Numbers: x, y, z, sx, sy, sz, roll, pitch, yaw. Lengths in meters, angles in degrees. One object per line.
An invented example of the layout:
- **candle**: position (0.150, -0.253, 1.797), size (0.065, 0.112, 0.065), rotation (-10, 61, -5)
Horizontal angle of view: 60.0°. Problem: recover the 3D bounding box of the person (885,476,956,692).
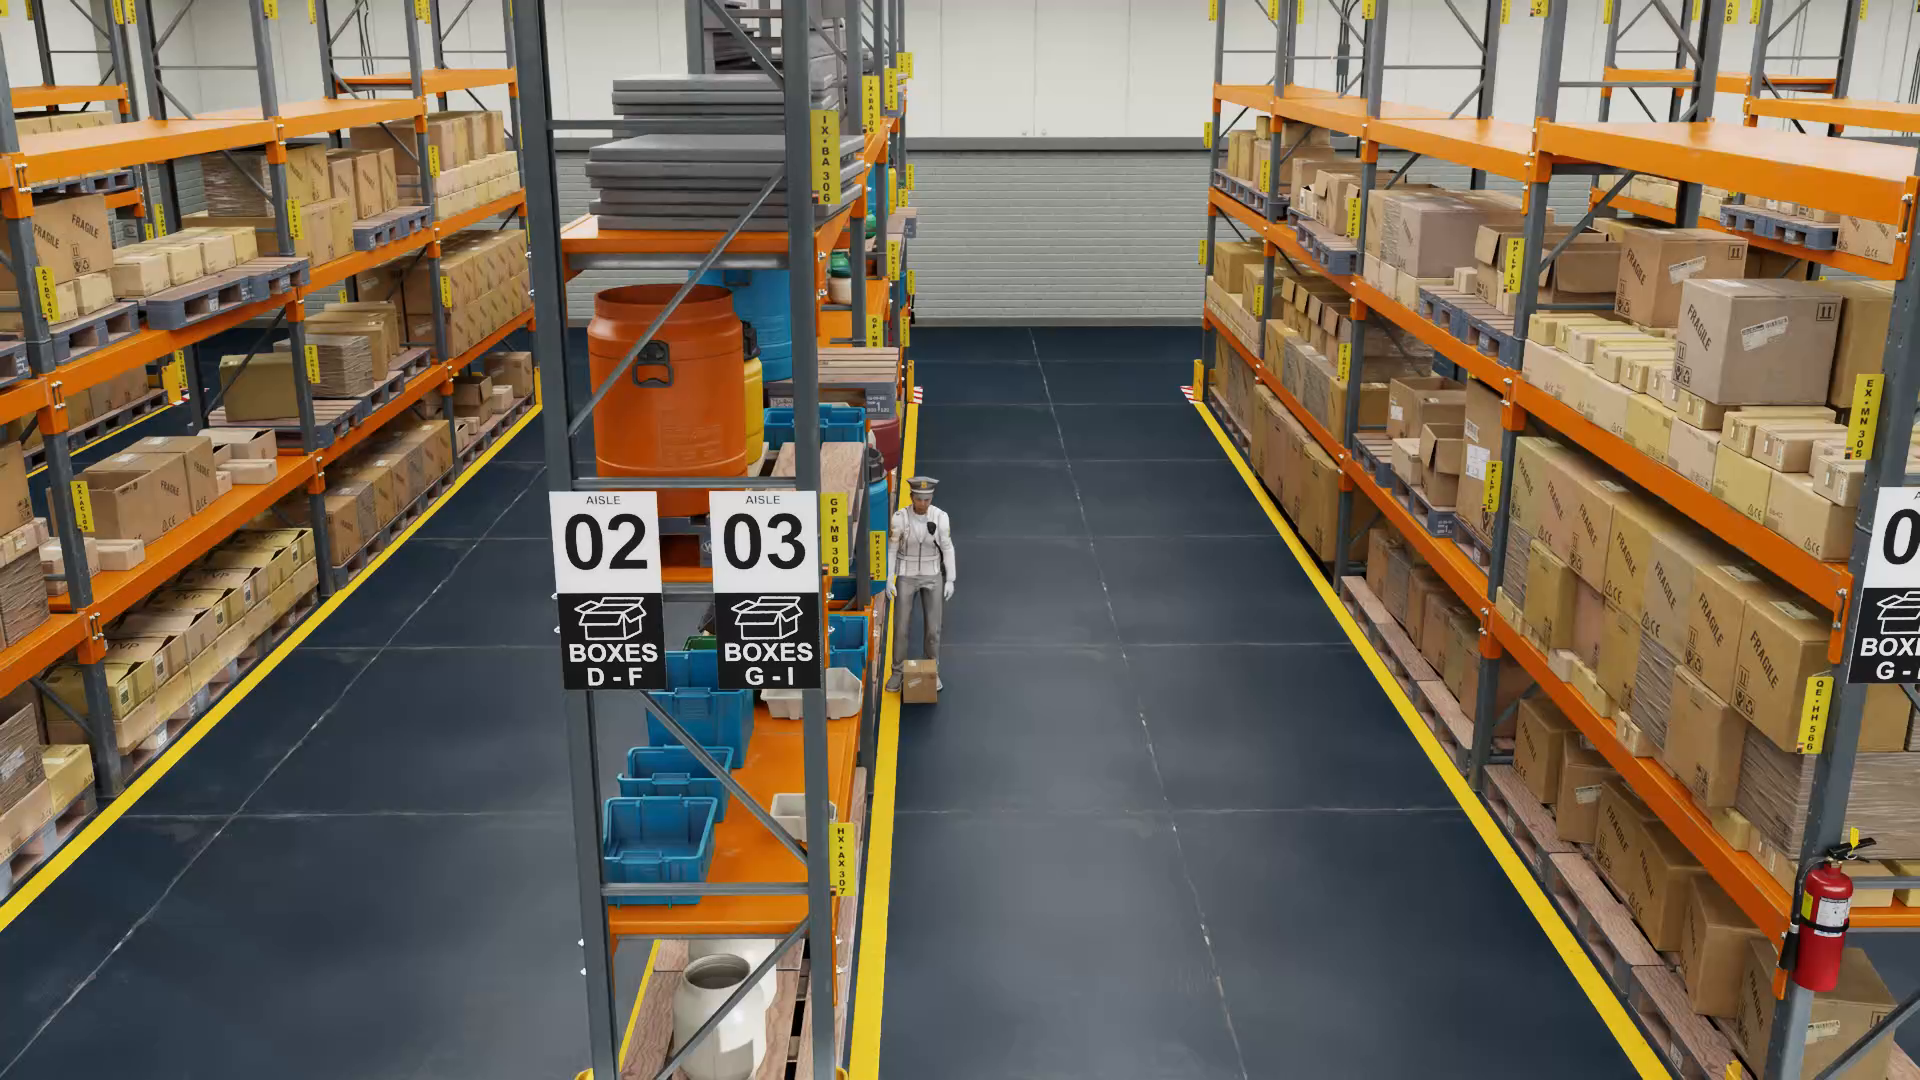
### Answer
- **person**: position (-0.304, 0.315, 12.521), size (0.547, 1.667, 0.370), rotation (-1, 17, -4)
